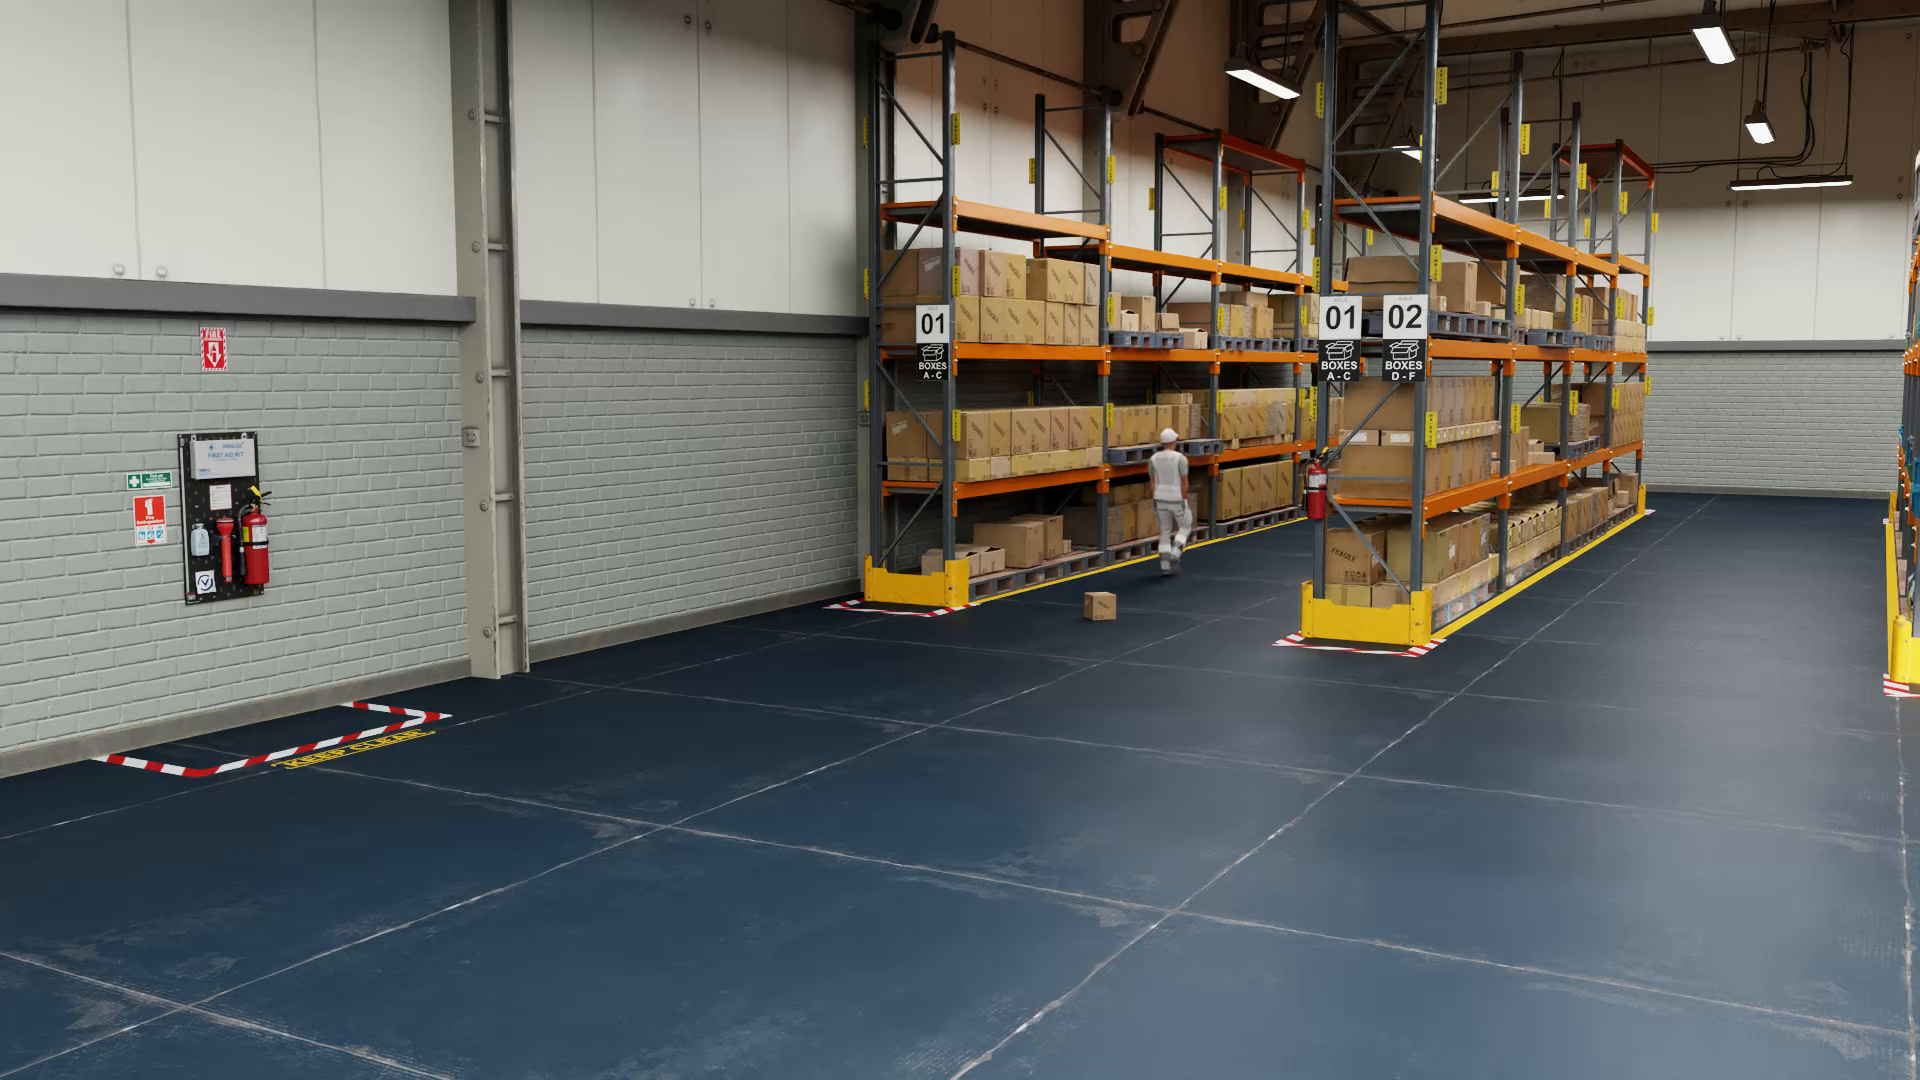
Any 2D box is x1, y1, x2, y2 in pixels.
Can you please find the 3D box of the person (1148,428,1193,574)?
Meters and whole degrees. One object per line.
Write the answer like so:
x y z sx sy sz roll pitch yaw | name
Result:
2.569 -0.474 20.323 0.525 1.781 0.474 3 7 27 | person
